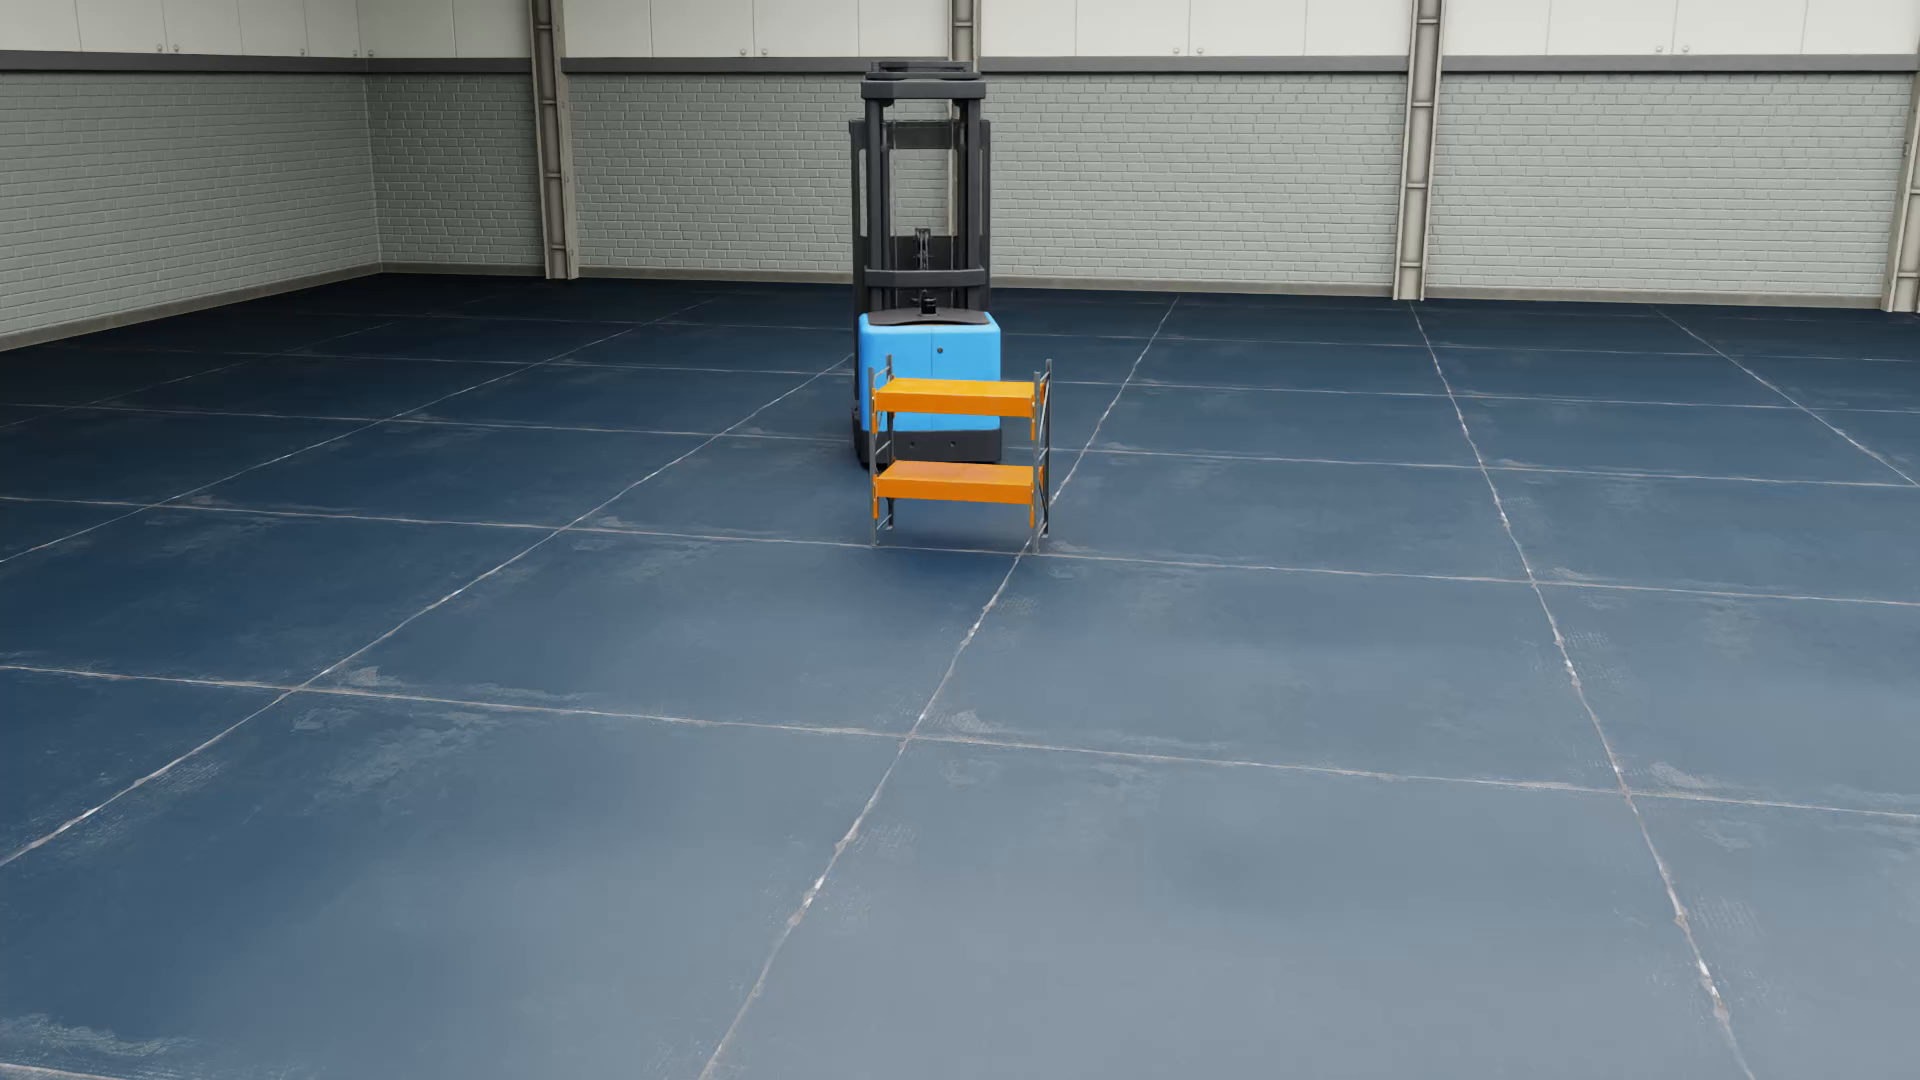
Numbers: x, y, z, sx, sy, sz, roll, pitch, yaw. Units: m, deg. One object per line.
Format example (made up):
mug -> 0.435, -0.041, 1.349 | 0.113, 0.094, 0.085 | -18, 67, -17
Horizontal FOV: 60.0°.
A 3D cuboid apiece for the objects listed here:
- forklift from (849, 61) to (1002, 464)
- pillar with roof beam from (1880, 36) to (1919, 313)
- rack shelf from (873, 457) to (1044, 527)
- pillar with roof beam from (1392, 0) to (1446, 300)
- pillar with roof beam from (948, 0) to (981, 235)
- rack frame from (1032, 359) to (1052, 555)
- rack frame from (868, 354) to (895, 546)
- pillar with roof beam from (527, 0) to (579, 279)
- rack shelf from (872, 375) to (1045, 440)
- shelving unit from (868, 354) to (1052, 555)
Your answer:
forklift -> -0.326, -2.317, 13.368 | 1.130, 2.935, 3.031 | -1, 16, -5
pillar with roof beam -> 10.962, -6.094, 15.636 | 0.400, 9.000, 9.100 | 3, 16, 11
rack shelf -> 0.007, -0.306, 10.406 | 1.000, 0.278, 0.538 | 3, 16, 11
pillar with roof beam -> 5.083, -6.413, 16.788 | 0.400, 9.000, 9.100 | 3, 16, 11
pillar with roof beam -> -0.797, -6.733, 17.940 | 0.400, 9.000, 9.100 | 3, 16, 11
rack frame -> 0.505, -0.515, 10.243 | 0.032, 1.125, 0.500 | 3, 16, 11
rack frame -> -0.492, -0.569, 10.438 | 0.032, 1.125, 0.500 | 3, 16, 11
pillar with roof beam -> -6.677, -7.052, 19.093 | 0.400, 9.000, 9.100 | 3, 16, 11
rack shelf -> 0.007, -0.824, 10.262 | 1.000, 0.278, 0.538 | 3, 16, 11
shelving unit -> 0.007, -0.542, 10.341 | 1.048, 1.125, 0.538 | 3, 16, 11
